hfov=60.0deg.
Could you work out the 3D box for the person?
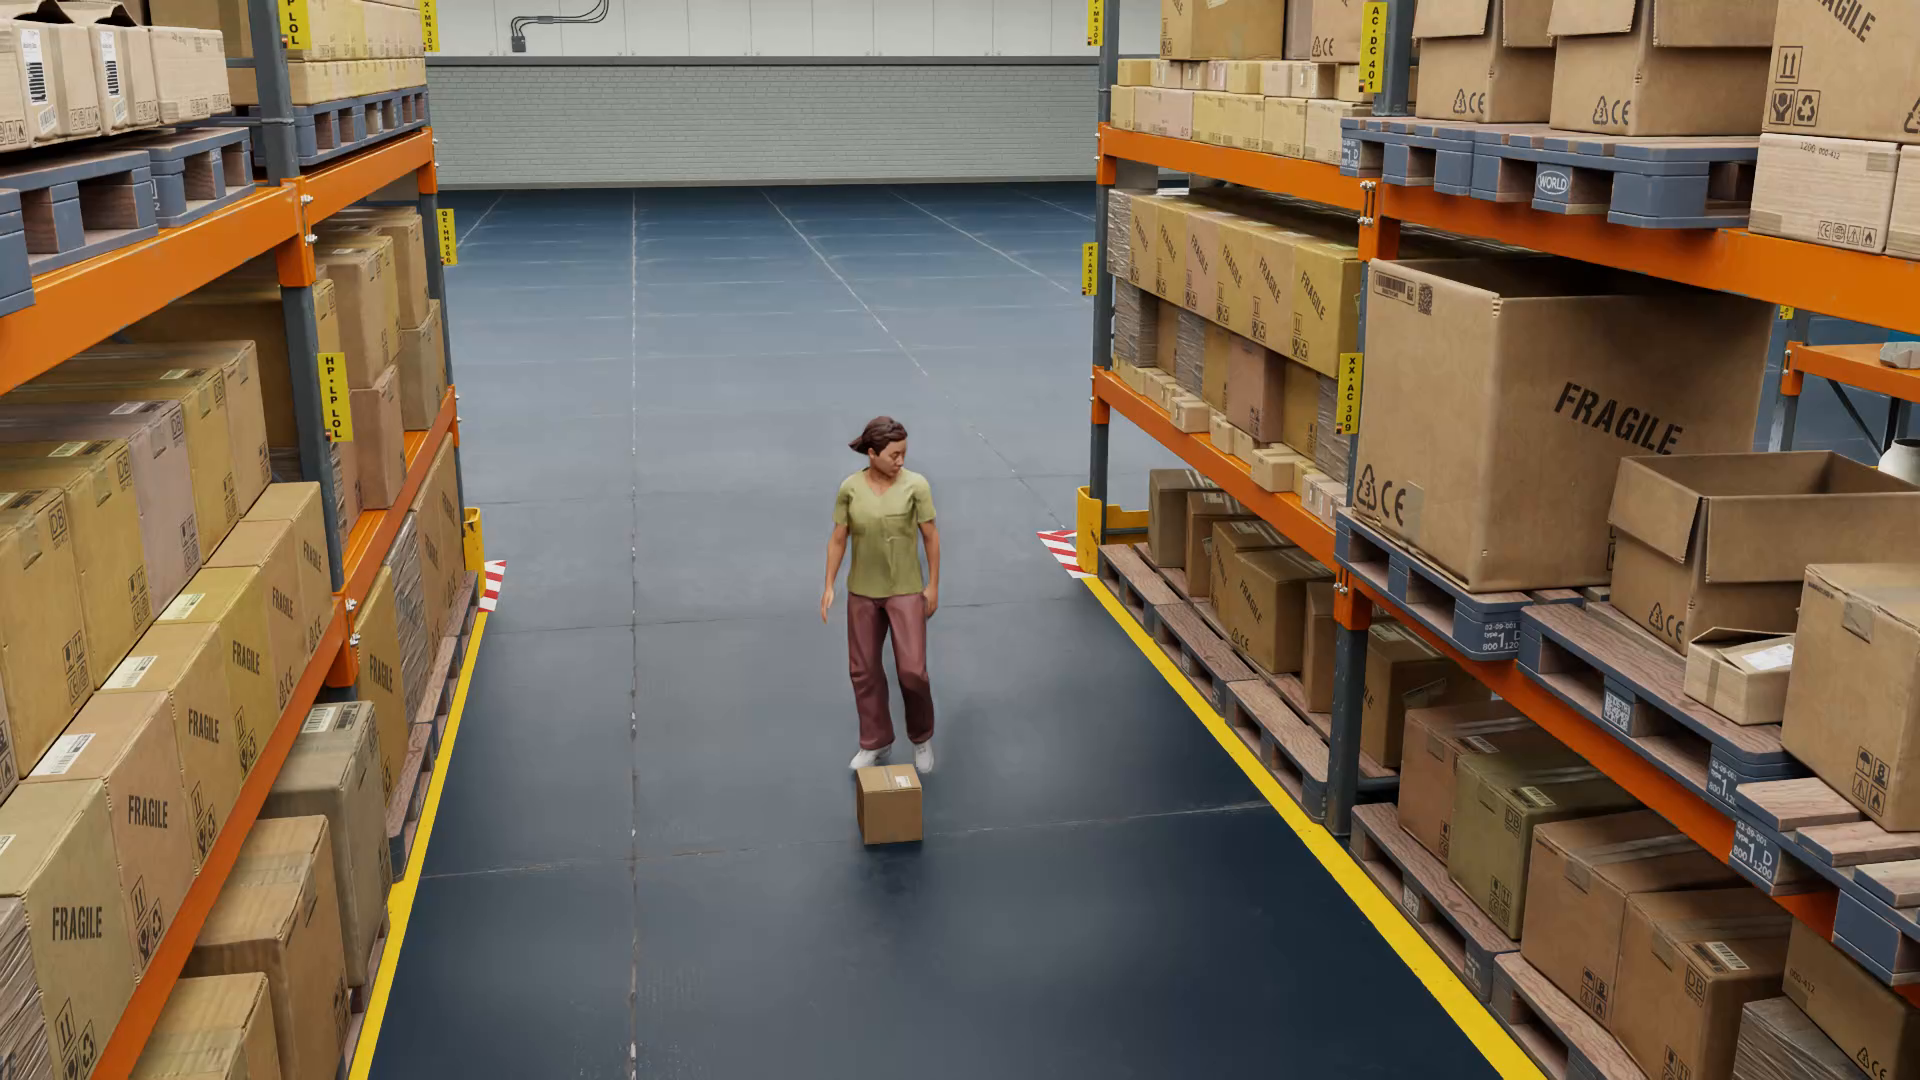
[{"bbox_3d":[-0.354,0.259,7.590,0.510,1.686,0.402,5,17,16],"label":"person"}]
